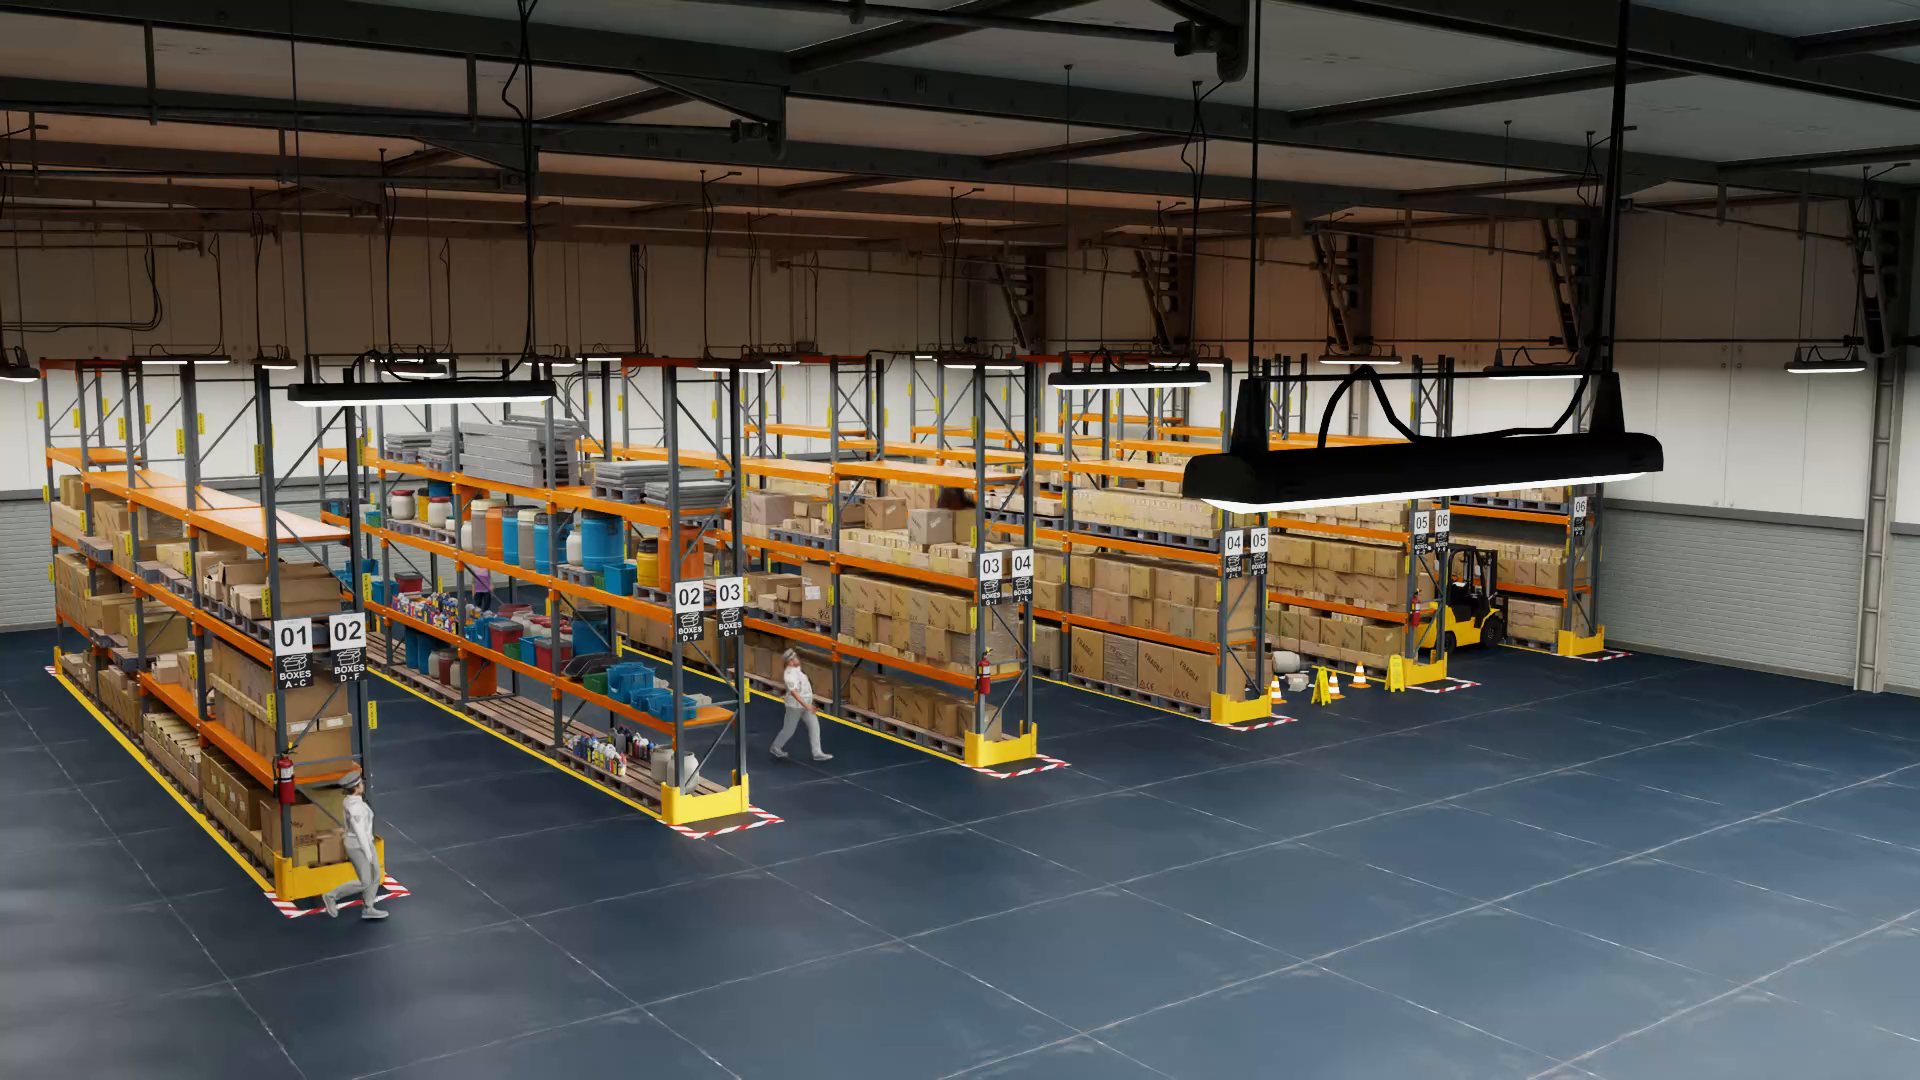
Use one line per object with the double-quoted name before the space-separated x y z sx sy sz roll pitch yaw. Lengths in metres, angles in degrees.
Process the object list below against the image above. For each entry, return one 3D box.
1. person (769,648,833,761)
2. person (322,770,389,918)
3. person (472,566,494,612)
"person" -2.418 2.482 25.015 1.028 1.720 0.537 4 8 31
"person" -6.575 3.329 18.104 0.600 1.652 0.459 -1 7 -7
"person" -10.511 1.171 36.584 0.500 1.638 0.355 0 7 -1
